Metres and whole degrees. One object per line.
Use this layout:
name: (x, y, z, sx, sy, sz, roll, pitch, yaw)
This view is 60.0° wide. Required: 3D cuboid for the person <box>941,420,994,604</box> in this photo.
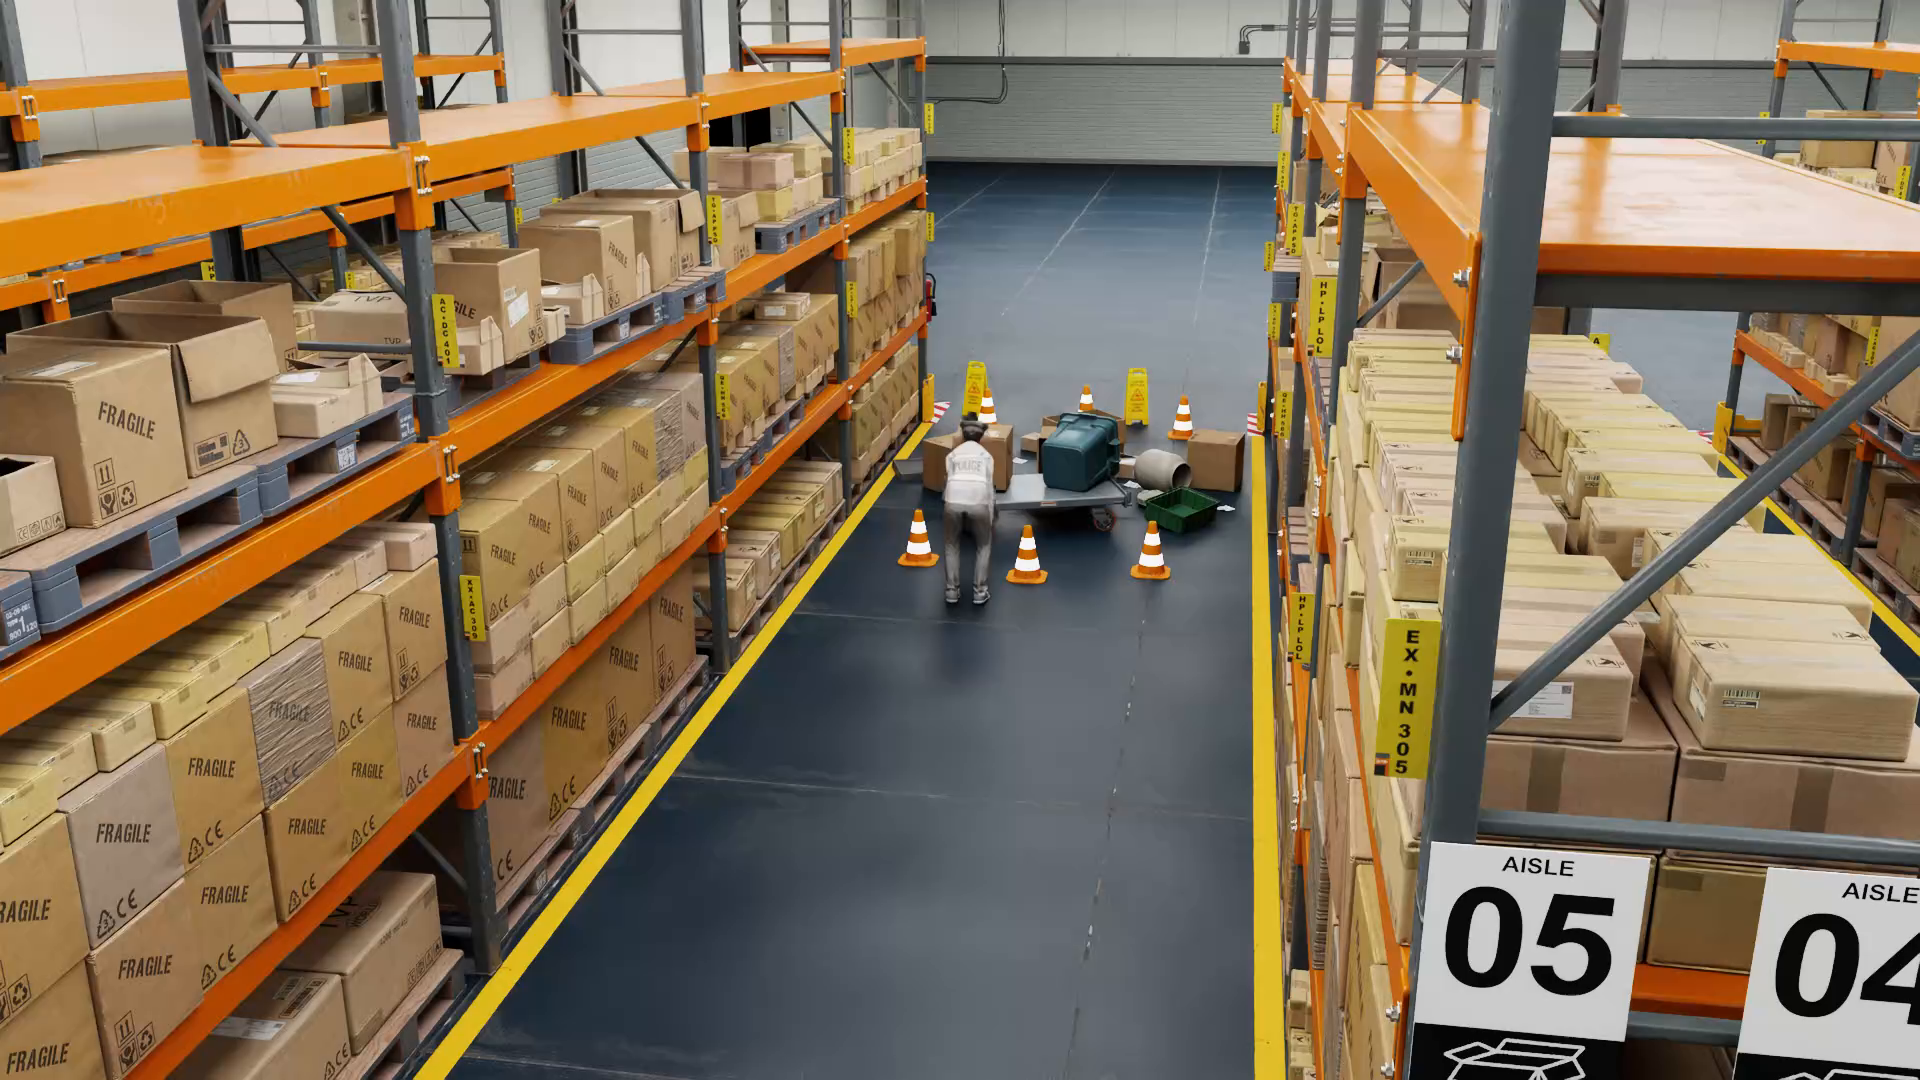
person: (0.077, -0.239, 13.685, 0.409, 1.427, 0.813, 2, 18, 8)
